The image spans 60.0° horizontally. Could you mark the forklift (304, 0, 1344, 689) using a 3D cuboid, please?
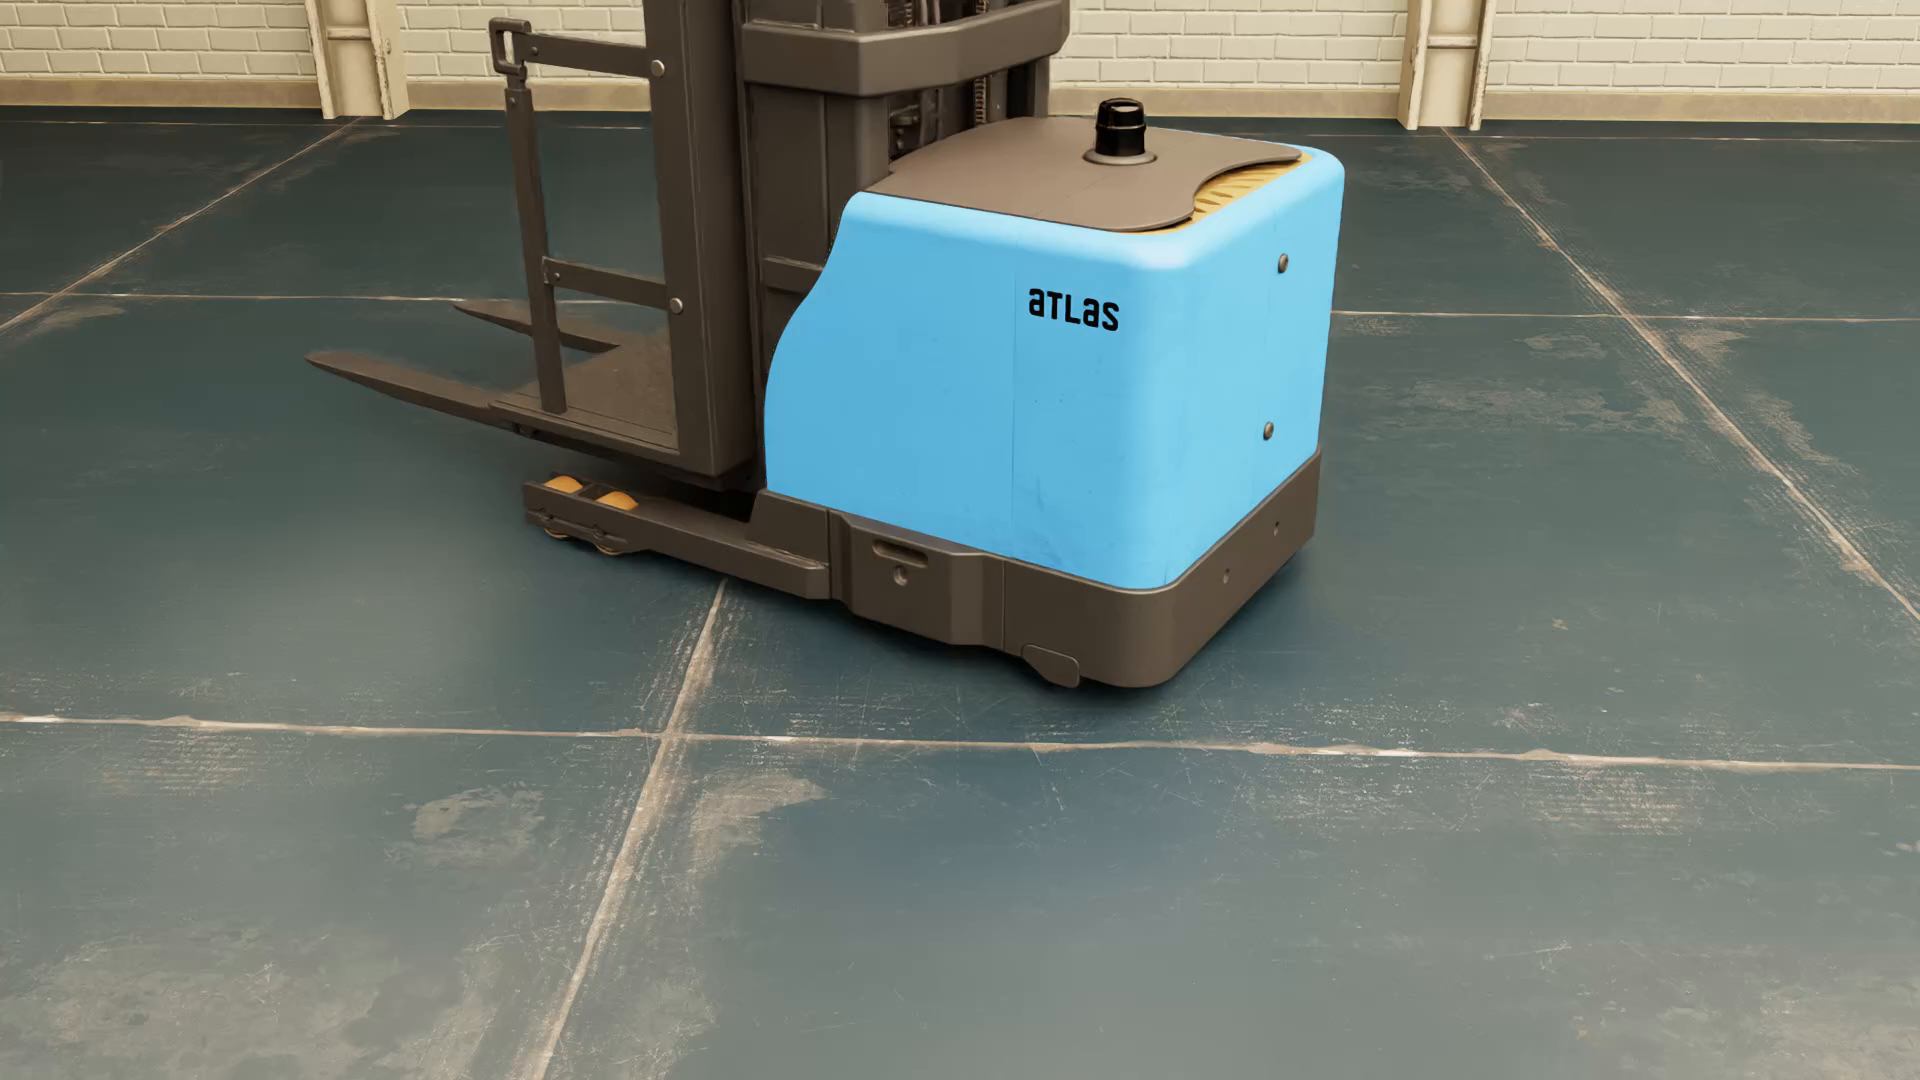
[{"bbox_3d":[-0.585,-1.455,4.157,3.031,2.935,1.130,15,30,28],"label":"forklift"}]
